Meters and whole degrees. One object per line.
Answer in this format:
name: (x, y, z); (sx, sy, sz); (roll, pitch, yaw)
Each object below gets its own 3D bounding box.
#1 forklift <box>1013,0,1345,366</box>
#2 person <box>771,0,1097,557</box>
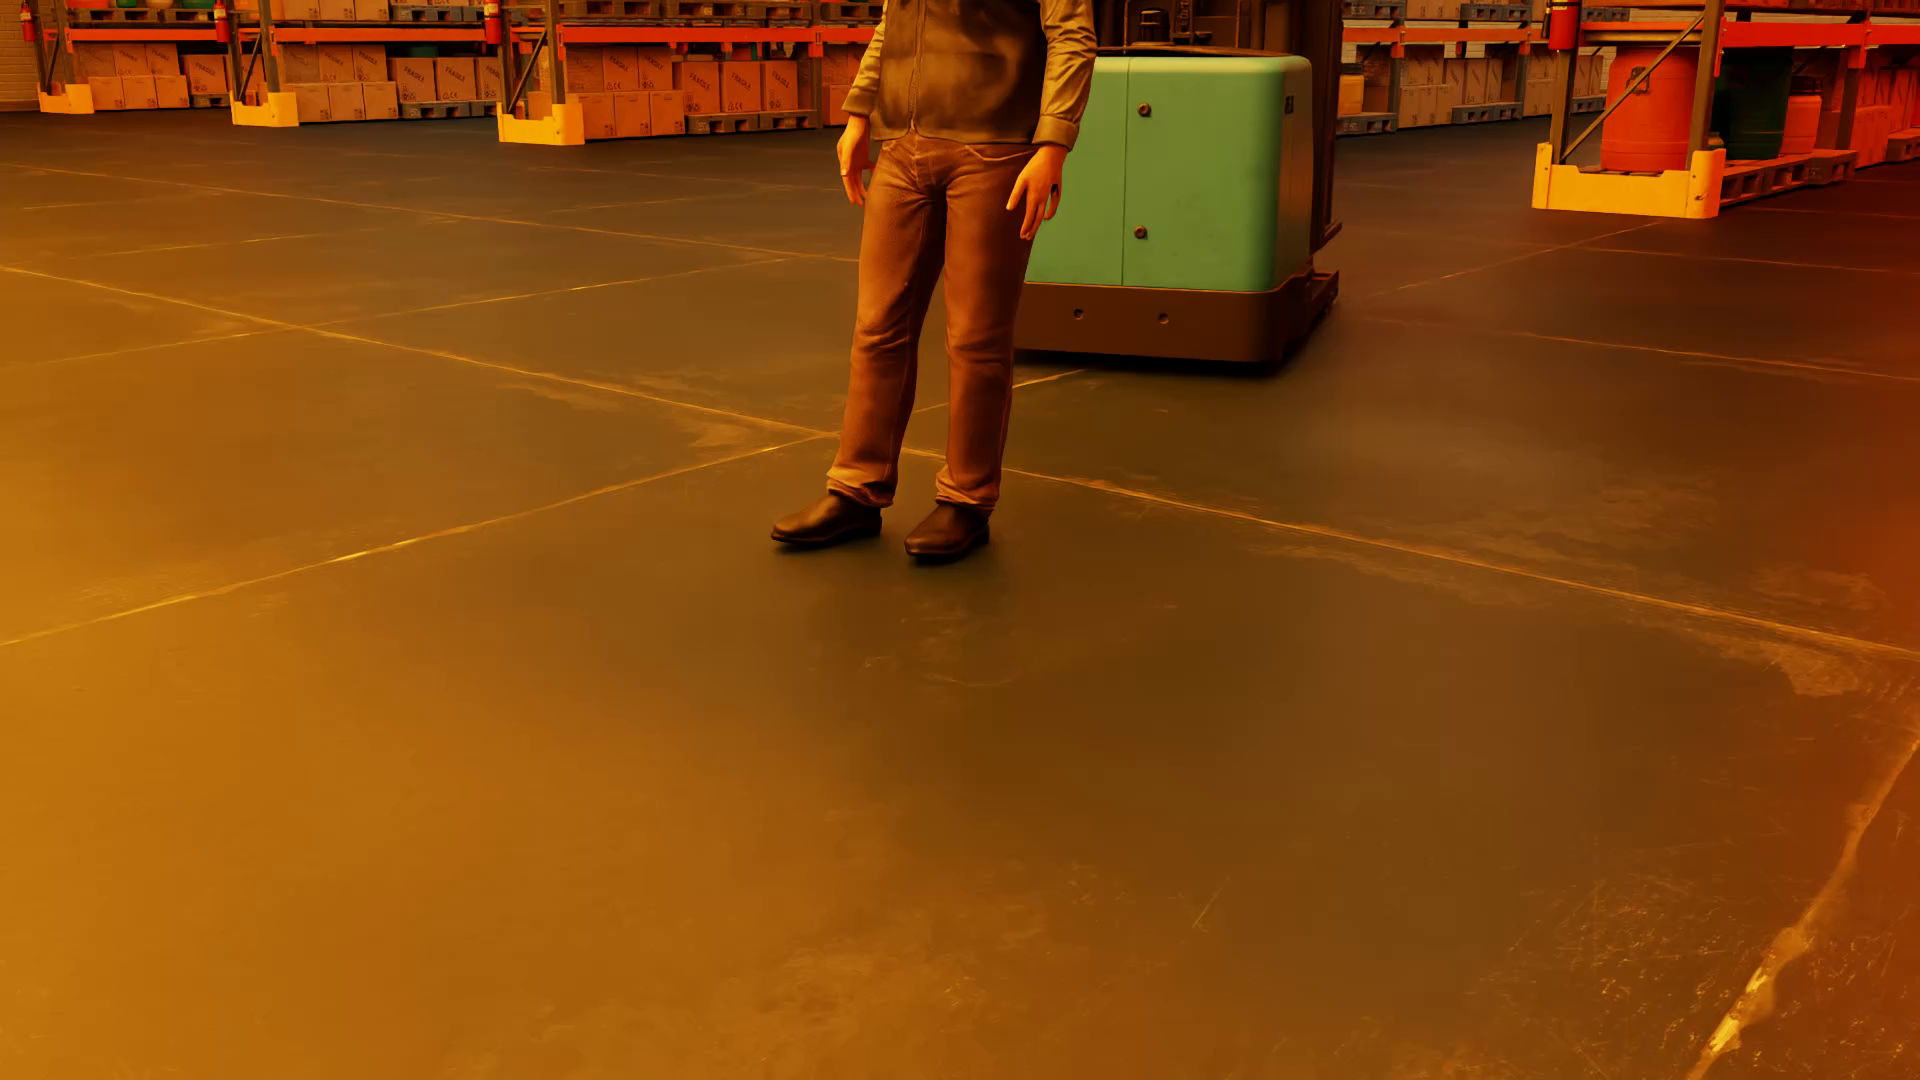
forklift: (1.035, -2.399, 6.798); (1.130, 2.935, 3.031); (5, 18, 17)
person: (-0.046, -0.818, 3.648); (0.634, 1.722, 0.566); (13, 21, 37)
